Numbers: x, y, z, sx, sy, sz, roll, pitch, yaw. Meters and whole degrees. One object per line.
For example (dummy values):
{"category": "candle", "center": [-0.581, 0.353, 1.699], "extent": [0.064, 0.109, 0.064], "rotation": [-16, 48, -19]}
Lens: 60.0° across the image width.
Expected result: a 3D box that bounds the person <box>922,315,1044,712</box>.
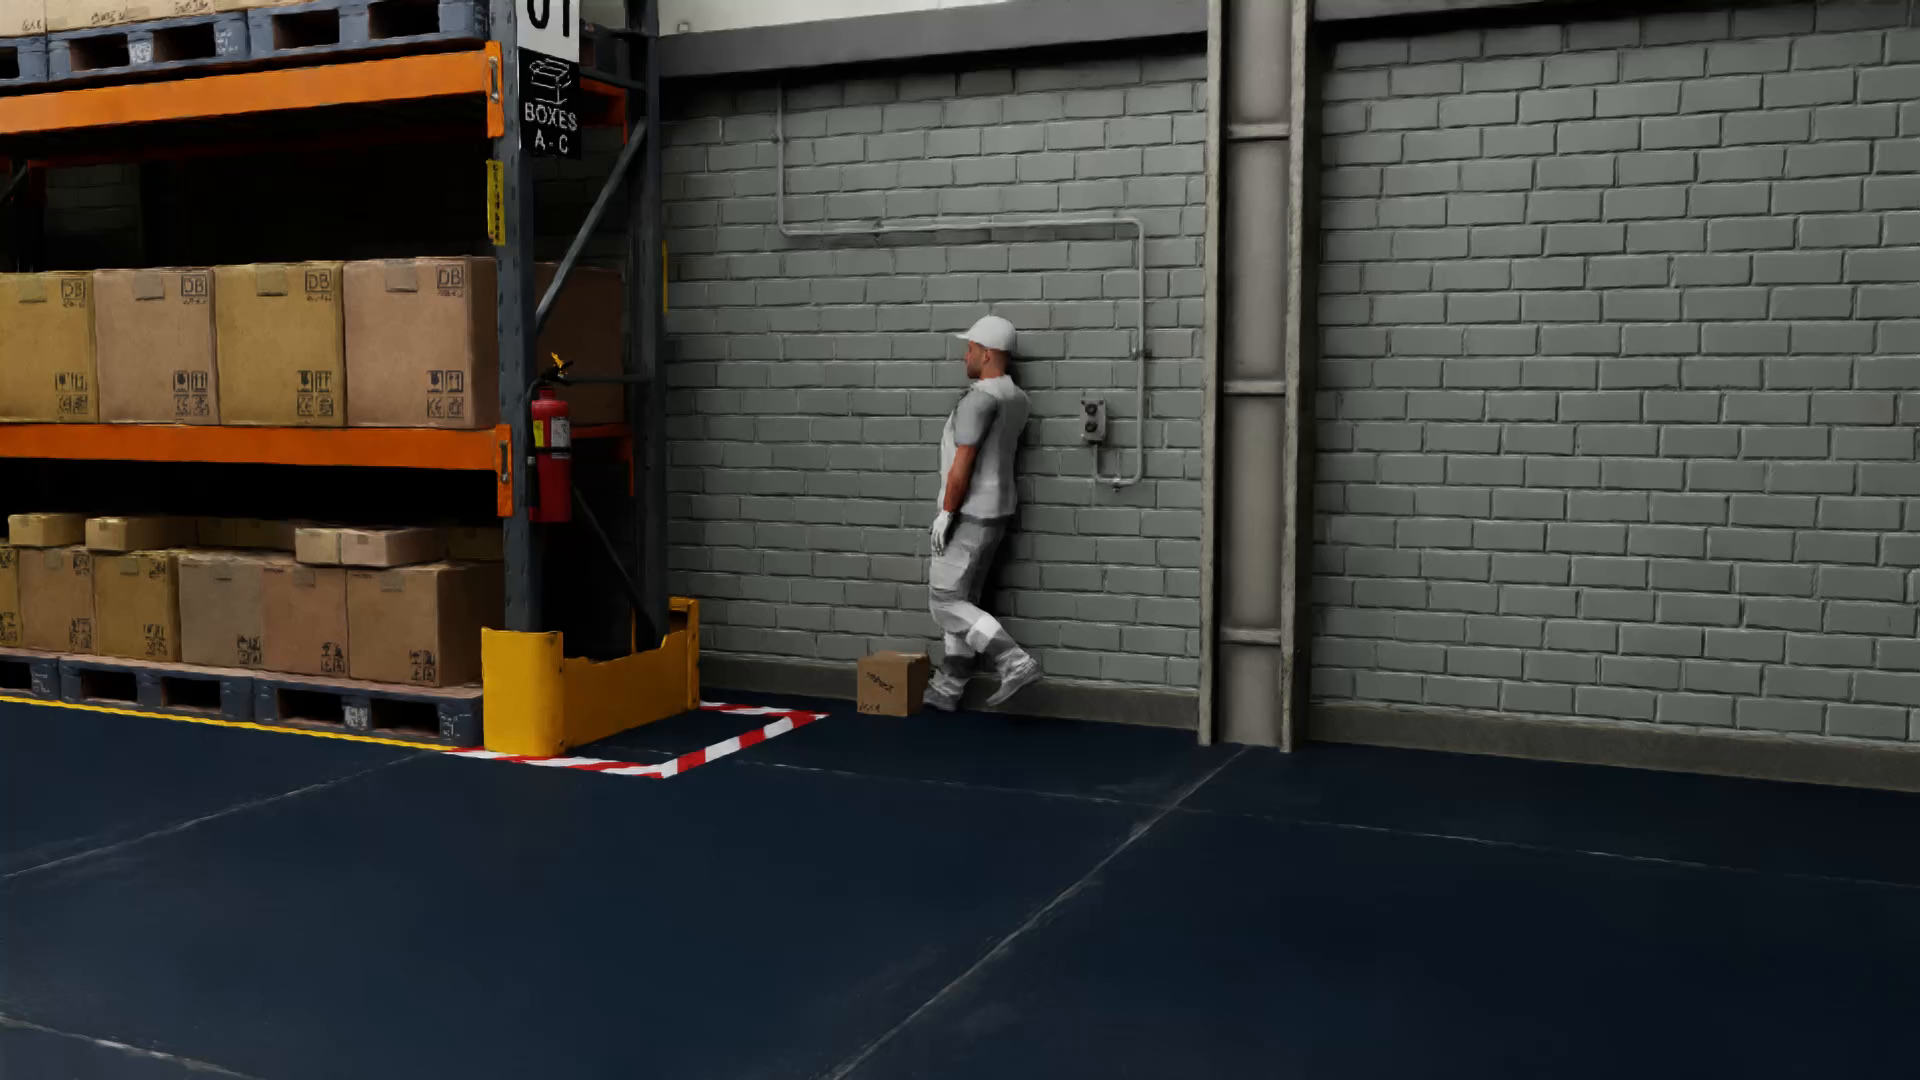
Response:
{"category": "person", "center": [0.046, -0.095, 7.351], "extent": [0.791, 1.779, 0.555], "rotation": [2, 6, 24]}
